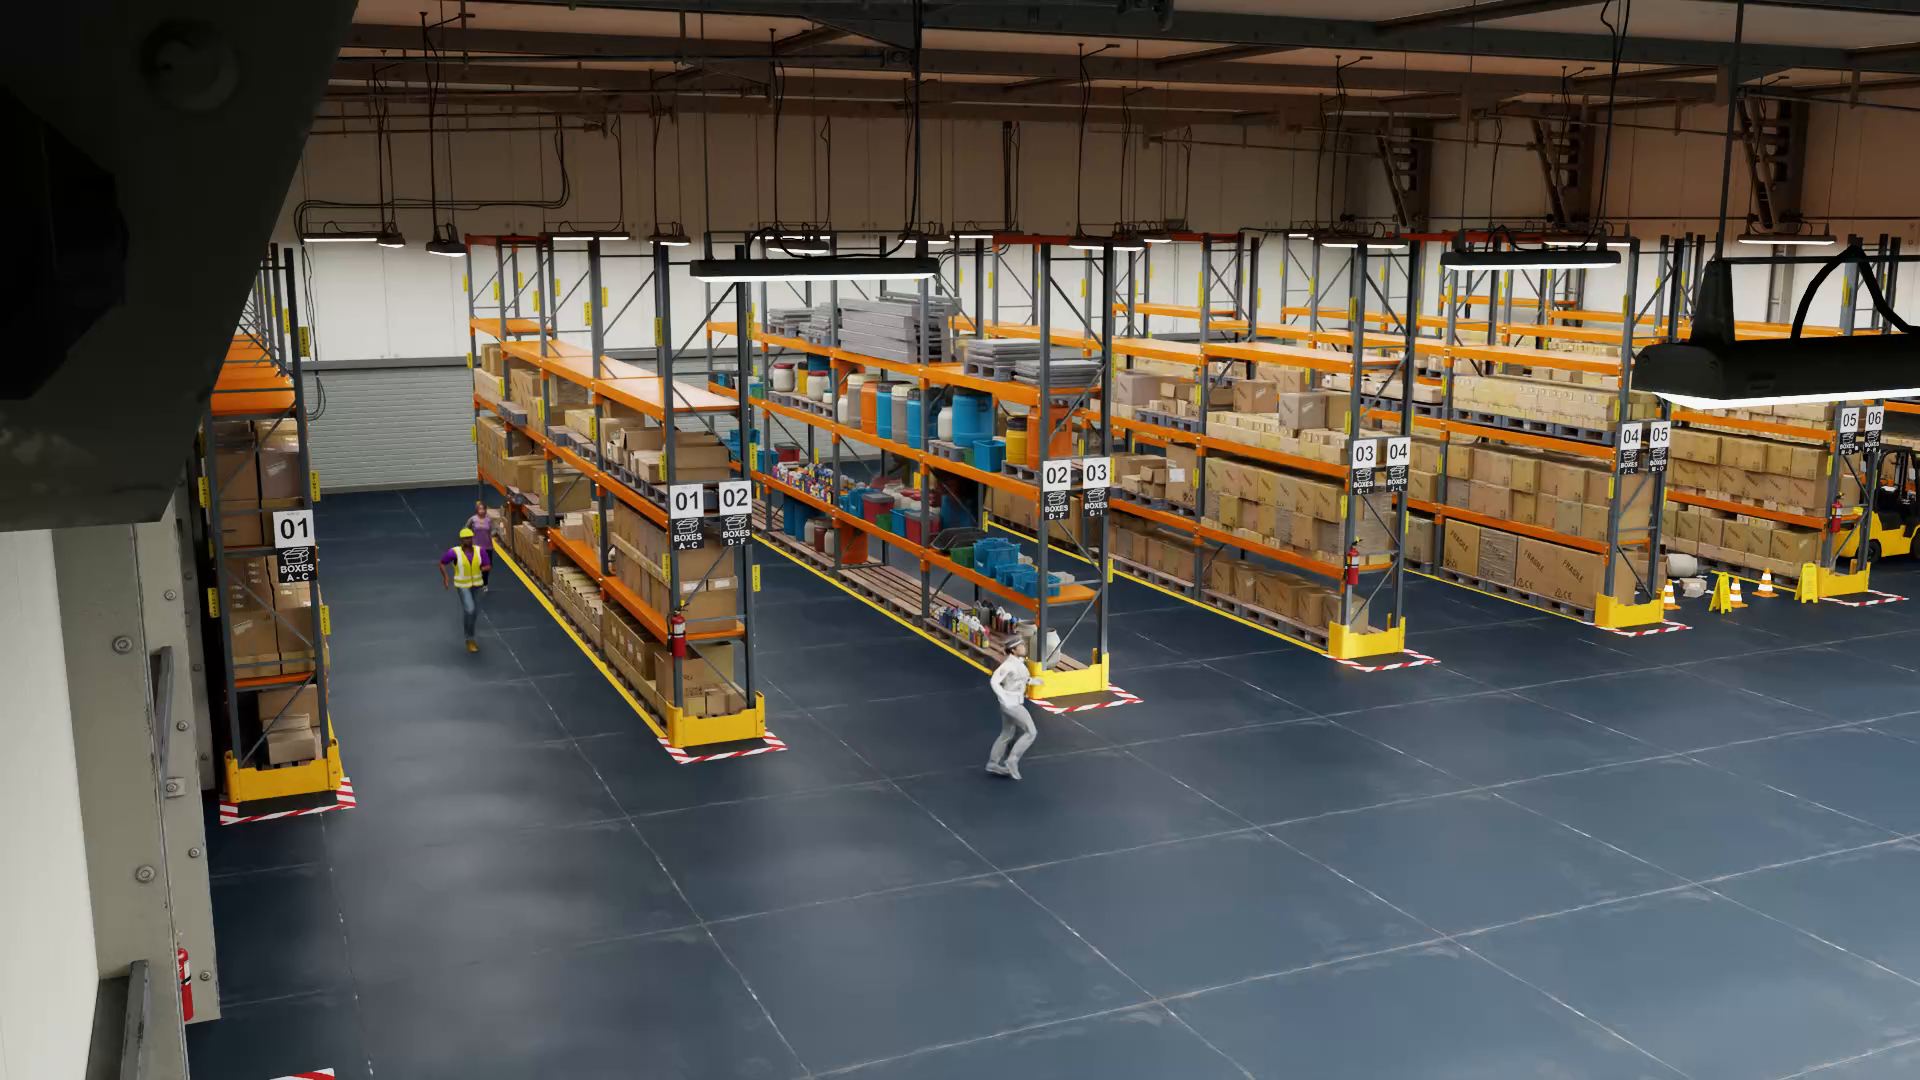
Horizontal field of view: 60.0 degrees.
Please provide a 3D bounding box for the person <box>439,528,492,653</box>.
[{"bbox_3d":[-7.305,0.727,24.742,0.675,1.831,0.781,-9,14,-39],"label":"person"}]

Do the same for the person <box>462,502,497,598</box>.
[{"bbox_3d":[-8.072,0.161,28.094,0.510,1.607,0.676,-7,13,-31],"label":"person"}]

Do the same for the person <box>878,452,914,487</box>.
[{"bbox_3d":[-1.502,-2.150,39.601,0.924,1.783,0.699,-2,11,-11],"label":"person"}]

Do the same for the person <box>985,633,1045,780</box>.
[{"bbox_3d":[0.631,1.892,19.008,0.673,1.714,0.583,1,11,5],"label":"person"}]
